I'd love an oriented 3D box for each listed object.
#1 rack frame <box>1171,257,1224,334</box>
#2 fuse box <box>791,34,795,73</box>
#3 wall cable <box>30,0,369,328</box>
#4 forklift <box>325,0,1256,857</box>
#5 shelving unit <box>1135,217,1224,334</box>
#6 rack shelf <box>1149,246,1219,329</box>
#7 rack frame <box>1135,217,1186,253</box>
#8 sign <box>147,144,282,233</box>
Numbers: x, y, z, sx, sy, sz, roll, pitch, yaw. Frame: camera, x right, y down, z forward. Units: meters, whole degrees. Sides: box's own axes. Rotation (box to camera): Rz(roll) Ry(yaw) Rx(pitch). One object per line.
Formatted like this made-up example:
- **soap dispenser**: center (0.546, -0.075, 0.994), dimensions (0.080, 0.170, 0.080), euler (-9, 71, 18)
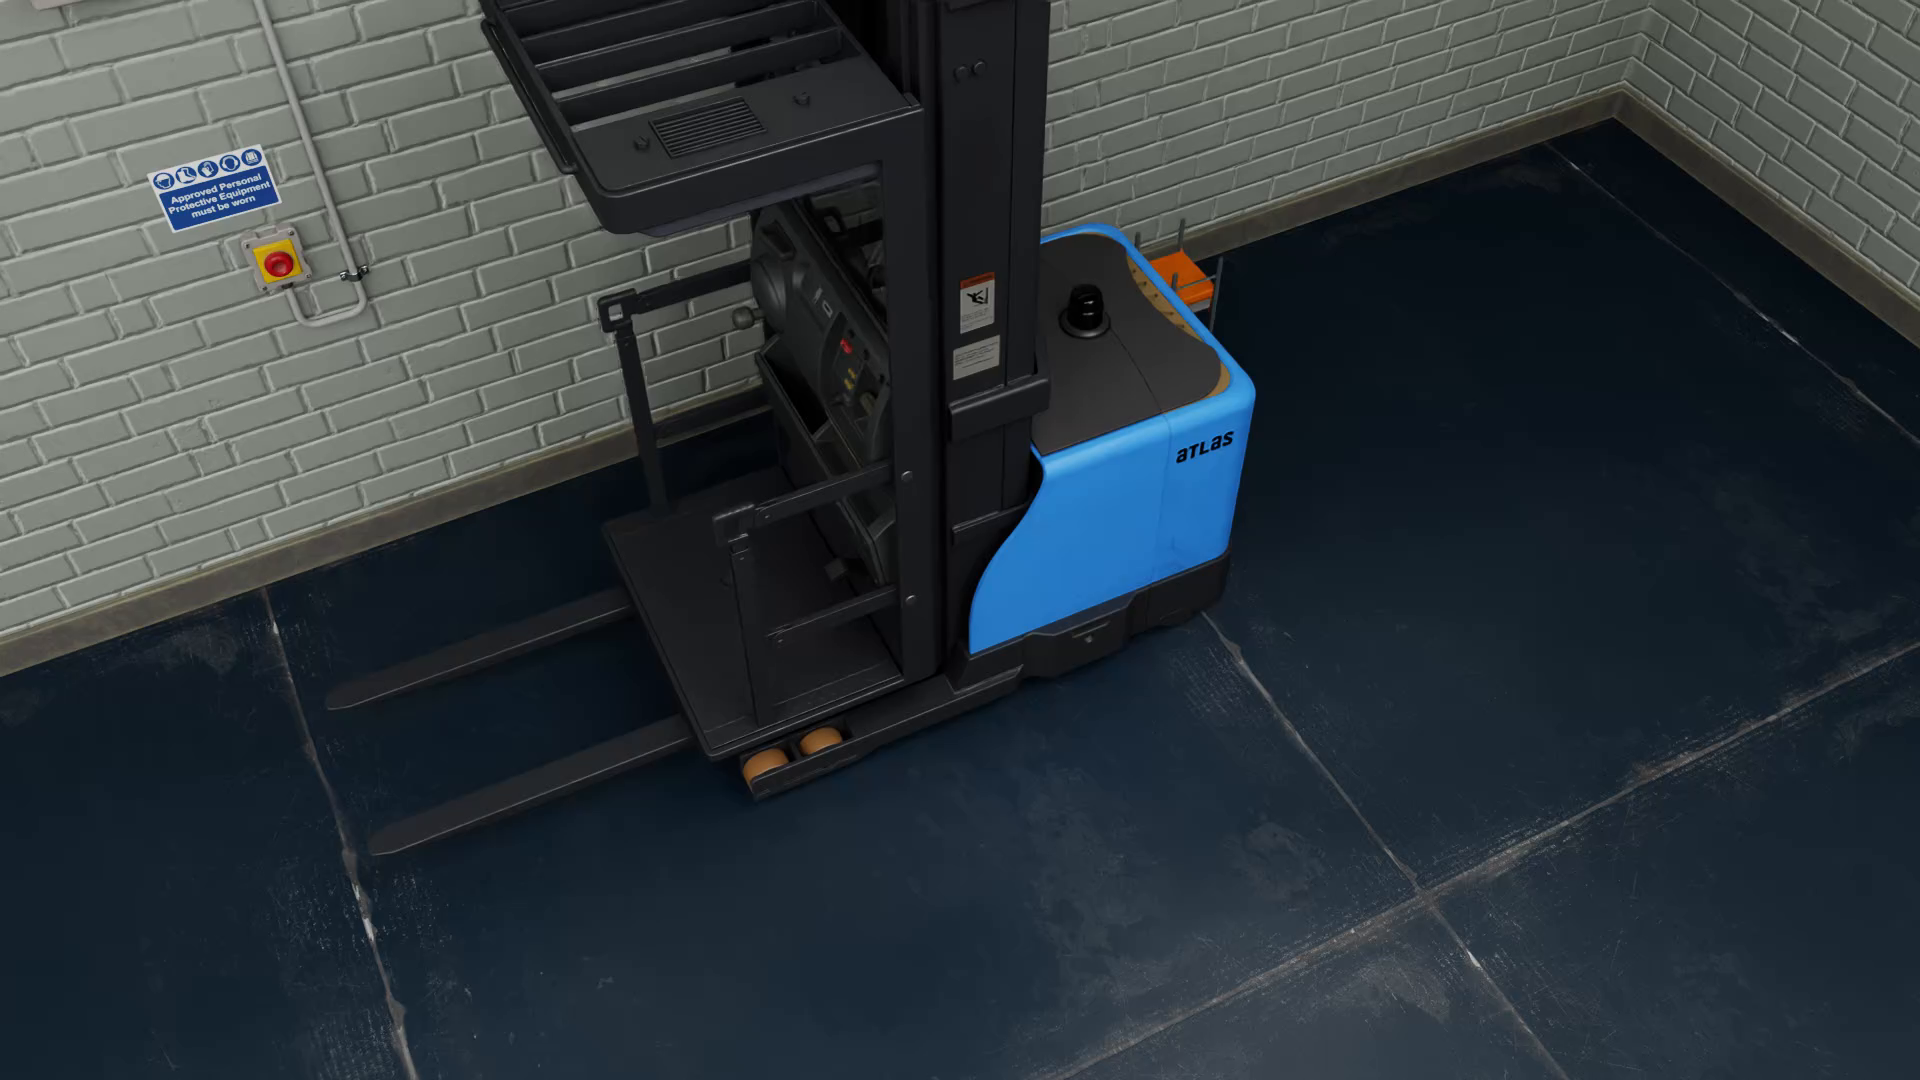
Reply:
- **rack frame**: center (0.813, -0.589, 6.068), dimensions (0.200, 1.050, 0.008), euler (-21, 52, -17)
- **fuse box**: center (-0.232, -1.145, 6.114), dimensions (0.539, 1.711, 0.414), euler (-21, 52, -18)
- **wall cable**: center (-2.166, -1.288, 4.688), dimensions (0.585, 1.953, 0.123), euler (-21, 52, -18)
- **forklift**: center (-0.597, -0.575, 4.806), dimensions (3.031, 2.935, 1.130), euler (-20, 52, -17)
- **shelving unit**: center (0.758, -0.671, 6.139), dimensions (0.215, 1.050, 0.252), euler (-21, 52, -17)
- **rack shelf**: center (0.758, -0.851, 5.934), dimensions (0.215, 0.259, 0.240), euler (-21, 52, -17)
- **rack frame**: center (0.703, -0.753, 6.211), dimensions (0.200, 1.050, 0.008), euler (-21, 52, -17)
- **sign**: center (-2.237, -1.056, 5.002), dimensions (0.327, 0.218, 0.001), euler (-21, 52, -18)
